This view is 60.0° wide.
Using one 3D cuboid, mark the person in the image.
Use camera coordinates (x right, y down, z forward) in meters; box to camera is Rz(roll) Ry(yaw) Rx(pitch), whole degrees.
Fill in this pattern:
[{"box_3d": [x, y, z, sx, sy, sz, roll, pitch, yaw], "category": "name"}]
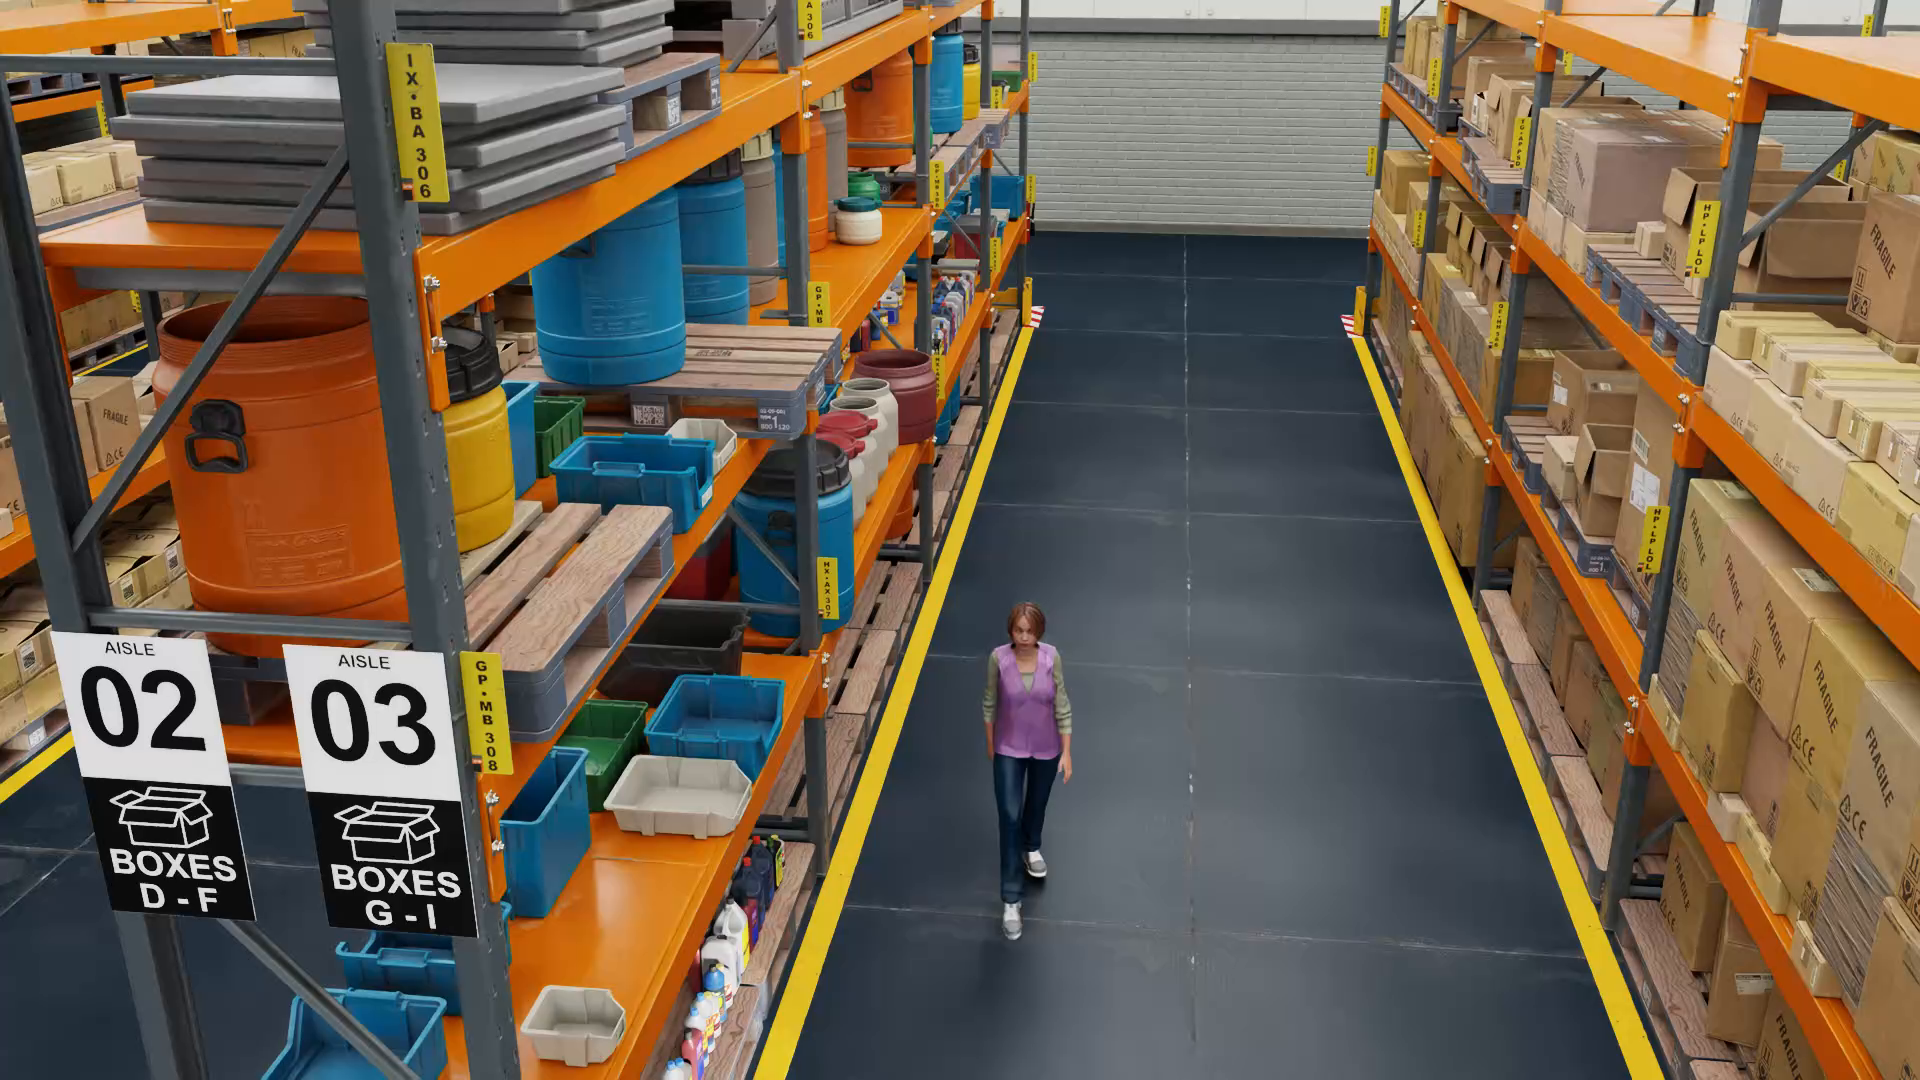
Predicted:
[{"box_3d": [0.348, 1.096, 8.310, 0.423, 1.602, 0.745, -3, 22, -8], "category": "person"}]
